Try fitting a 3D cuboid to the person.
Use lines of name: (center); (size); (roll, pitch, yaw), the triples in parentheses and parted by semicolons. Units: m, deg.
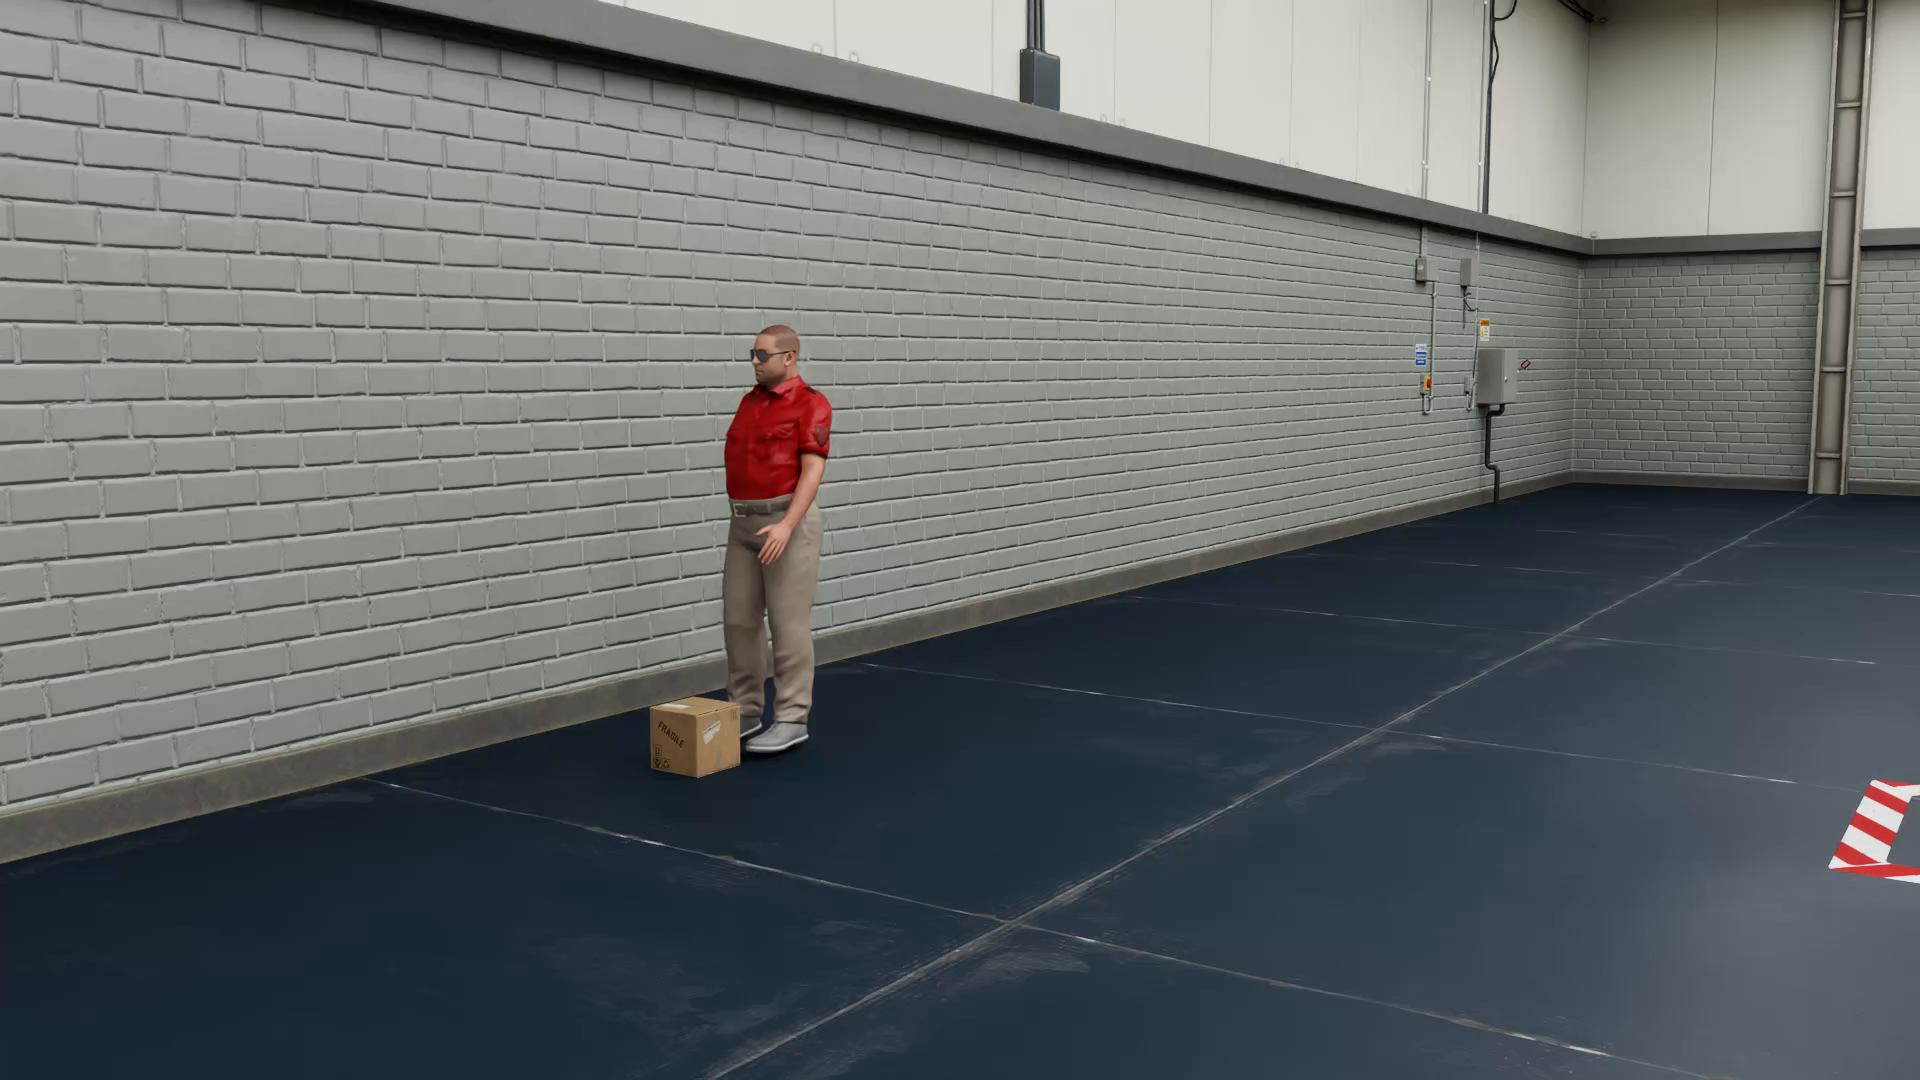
person: (-0.806, -0.005, 6.843); (0.552, 1.753, 0.459); (5, 8, 38)
